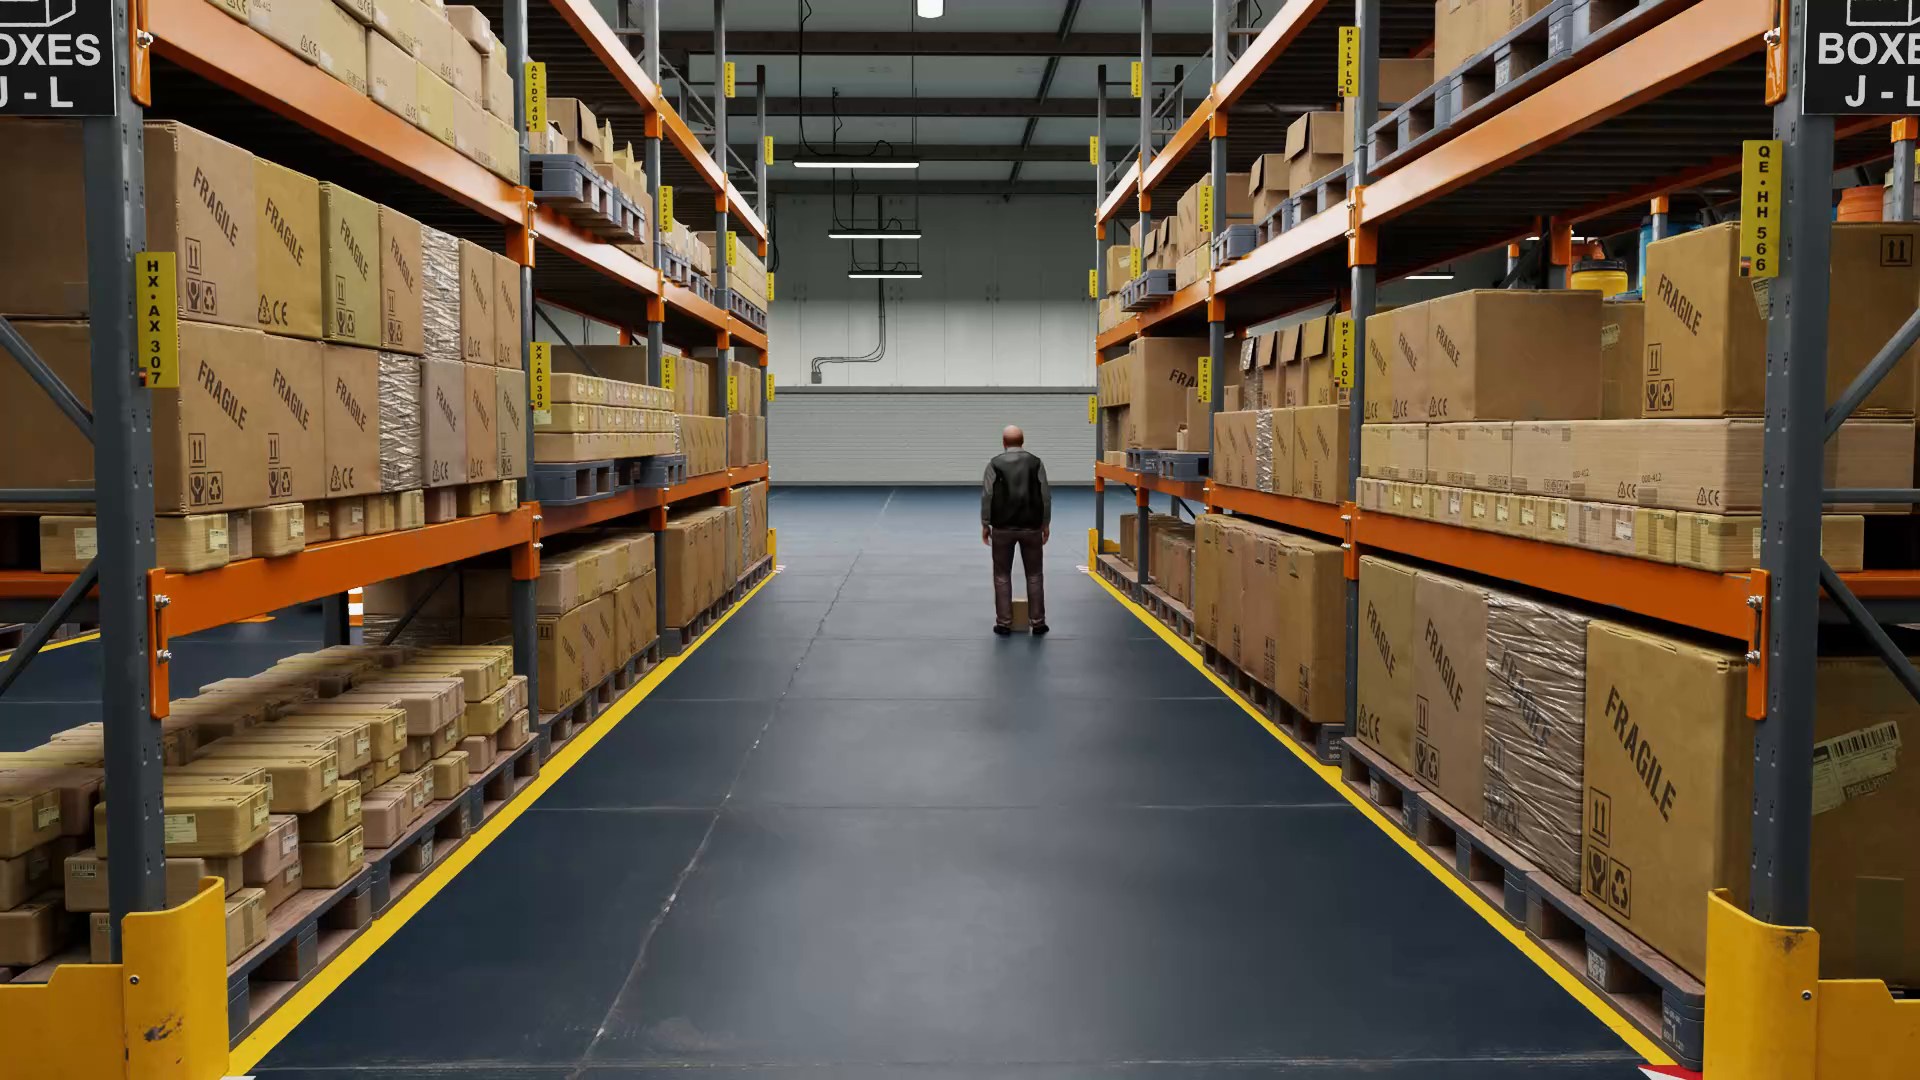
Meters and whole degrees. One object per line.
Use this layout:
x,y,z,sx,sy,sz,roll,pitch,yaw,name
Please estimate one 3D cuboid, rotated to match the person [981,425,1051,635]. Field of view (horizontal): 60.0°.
0.465,-0.084,13.721,0.589,1.720,0.422,0,4,-5,person
